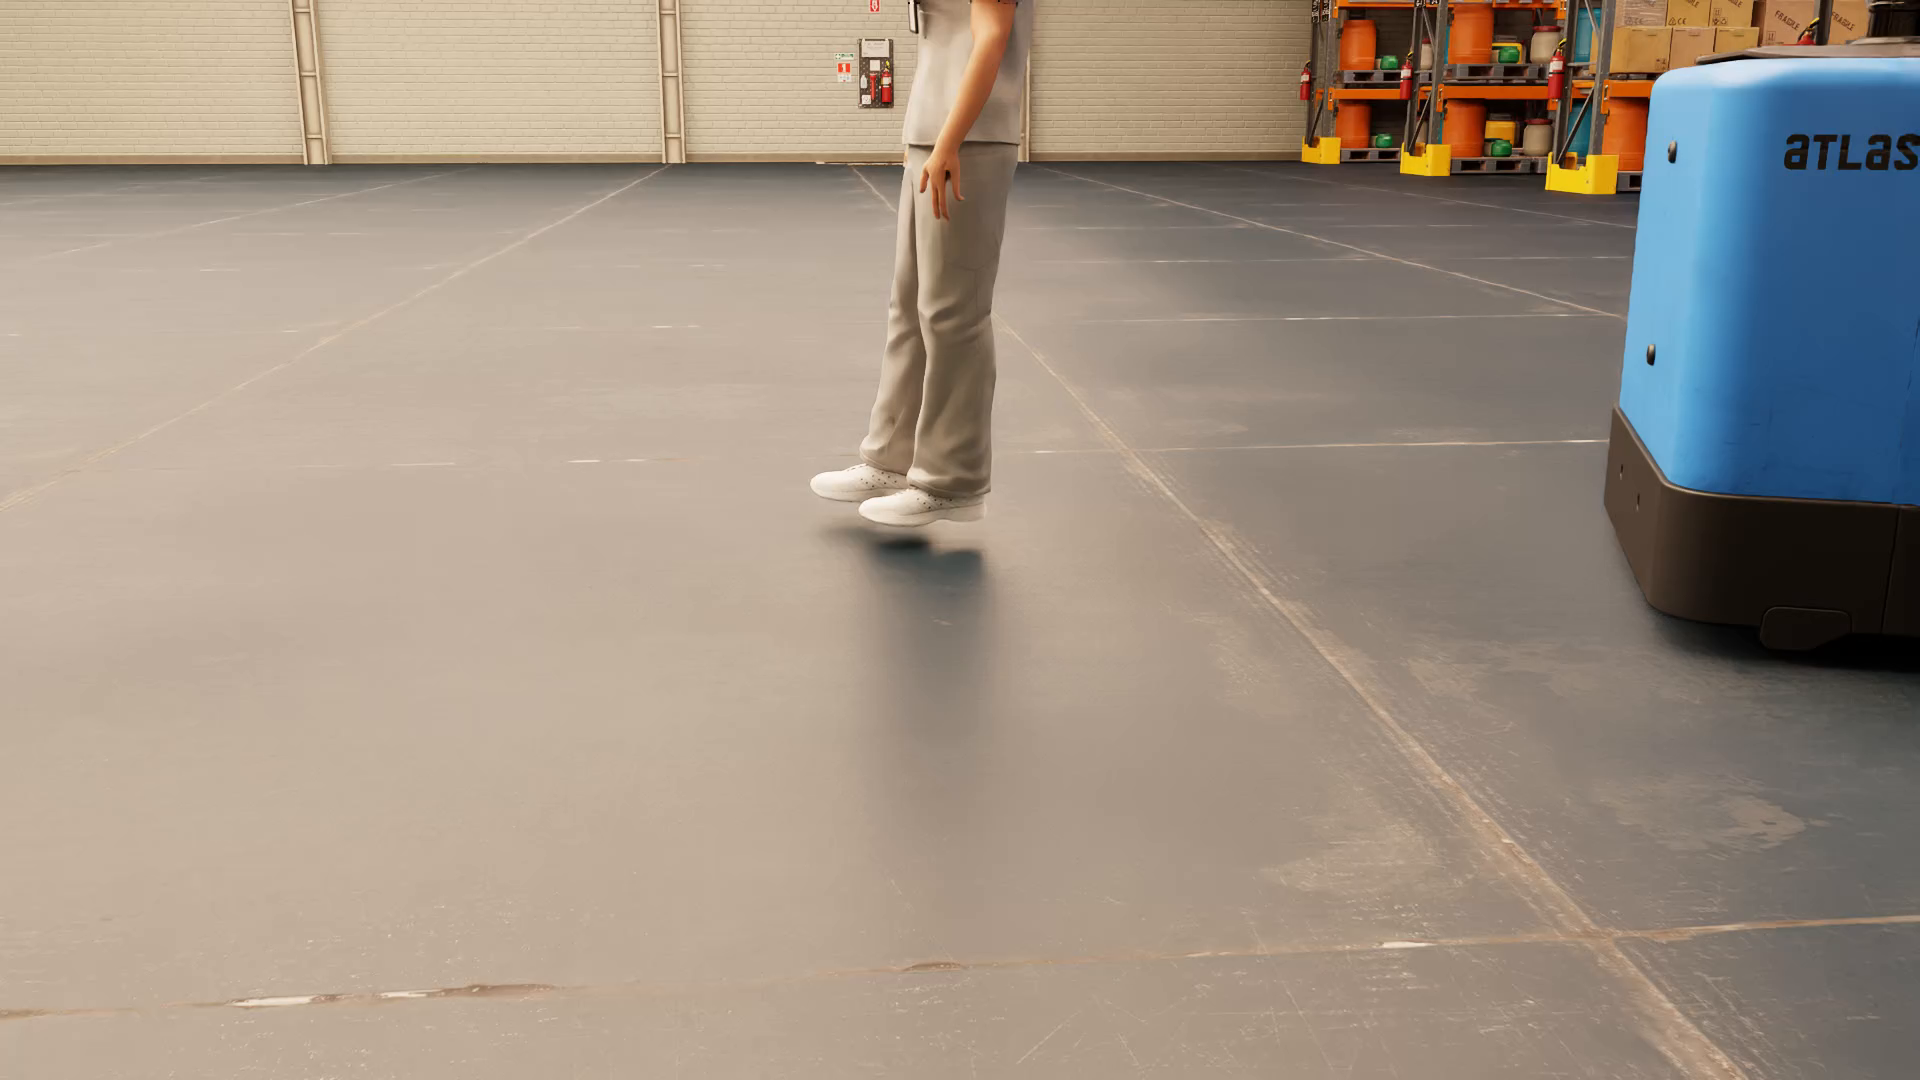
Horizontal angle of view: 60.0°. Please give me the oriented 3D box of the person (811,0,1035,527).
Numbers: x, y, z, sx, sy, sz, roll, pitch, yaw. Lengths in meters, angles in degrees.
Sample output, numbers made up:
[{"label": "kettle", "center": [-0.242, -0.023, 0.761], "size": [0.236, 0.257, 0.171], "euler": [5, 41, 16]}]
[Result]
[{"label": "person", "center": [-0.074, -0.858, 3.716], "size": [0.549, 1.675, 0.550], "euler": [-1, 15, -5]}]

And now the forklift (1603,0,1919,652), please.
[{"label": "forklift", "center": [2.892, -1.230, 2.847], "size": [3.031, 2.935, 1.130], "euler": [4, 15, 15]}]
